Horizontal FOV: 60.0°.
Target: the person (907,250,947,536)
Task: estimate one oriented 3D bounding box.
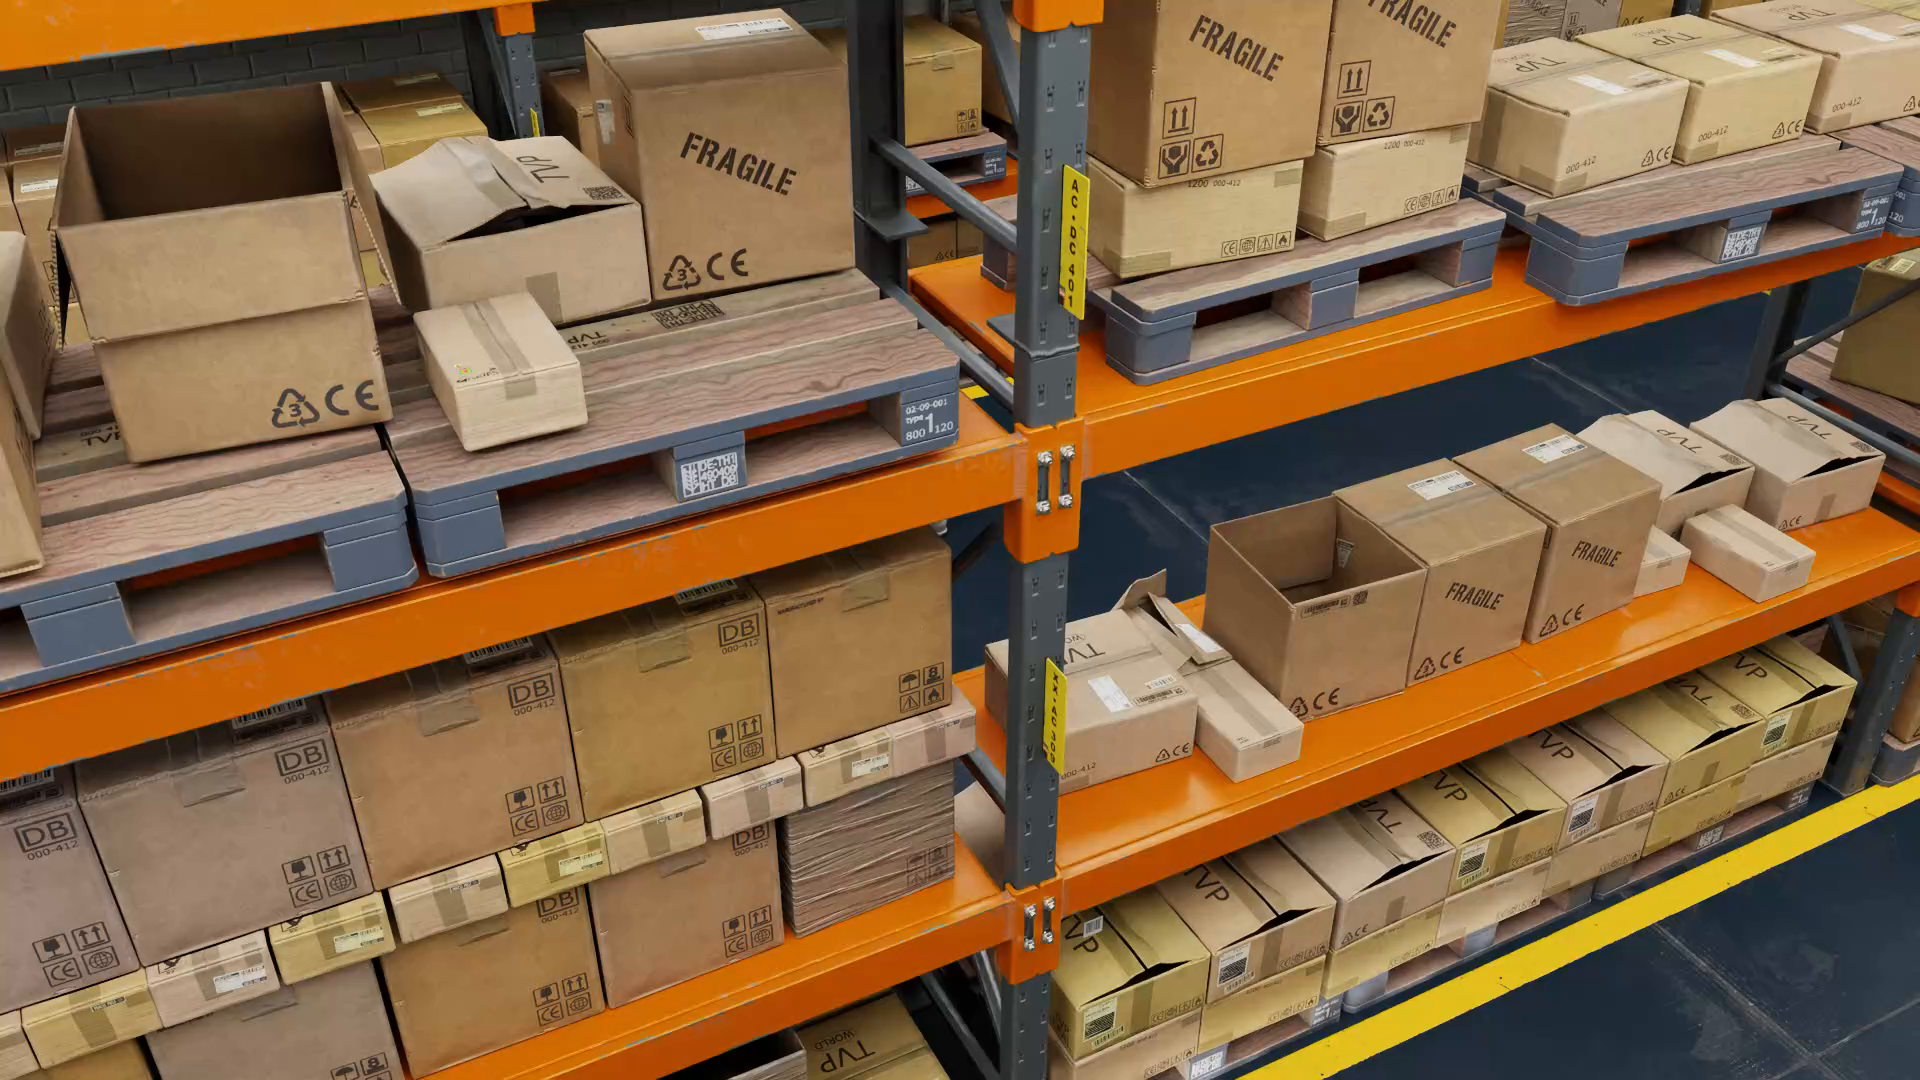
[{"bbox_3d":[-0.292,-0.721,8.230,0.528,1.669,0.443,-17,37,-24],"label":"person"}]
